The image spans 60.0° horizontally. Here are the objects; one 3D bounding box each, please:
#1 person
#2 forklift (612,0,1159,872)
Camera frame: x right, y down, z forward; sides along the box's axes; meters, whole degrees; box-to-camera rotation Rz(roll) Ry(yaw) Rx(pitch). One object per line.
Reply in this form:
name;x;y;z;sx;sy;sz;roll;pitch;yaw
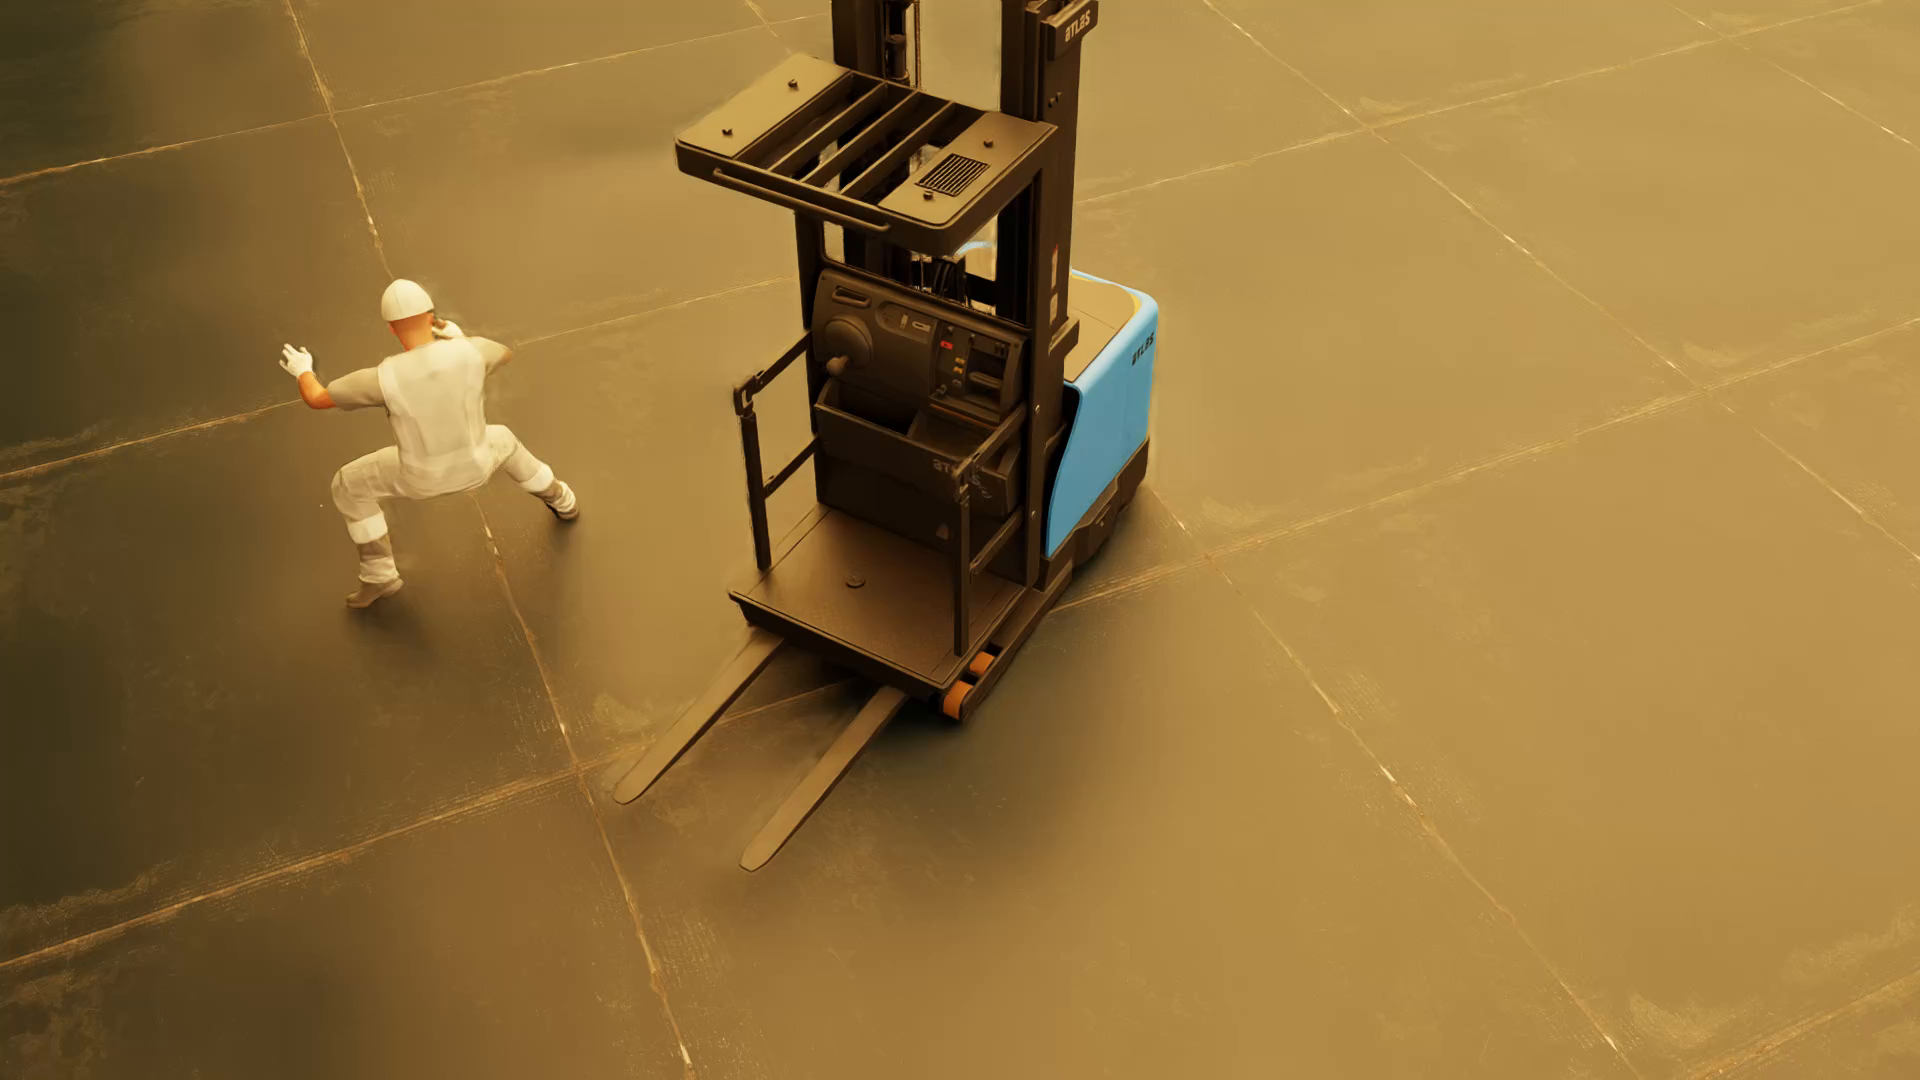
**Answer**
person;-2.297;-0.487;7.214;1.136;1.548;0.711;-20;47;-20
forklift;-0.284;-0.677;6.406;1.130;2.935;3.031;22;47;22
